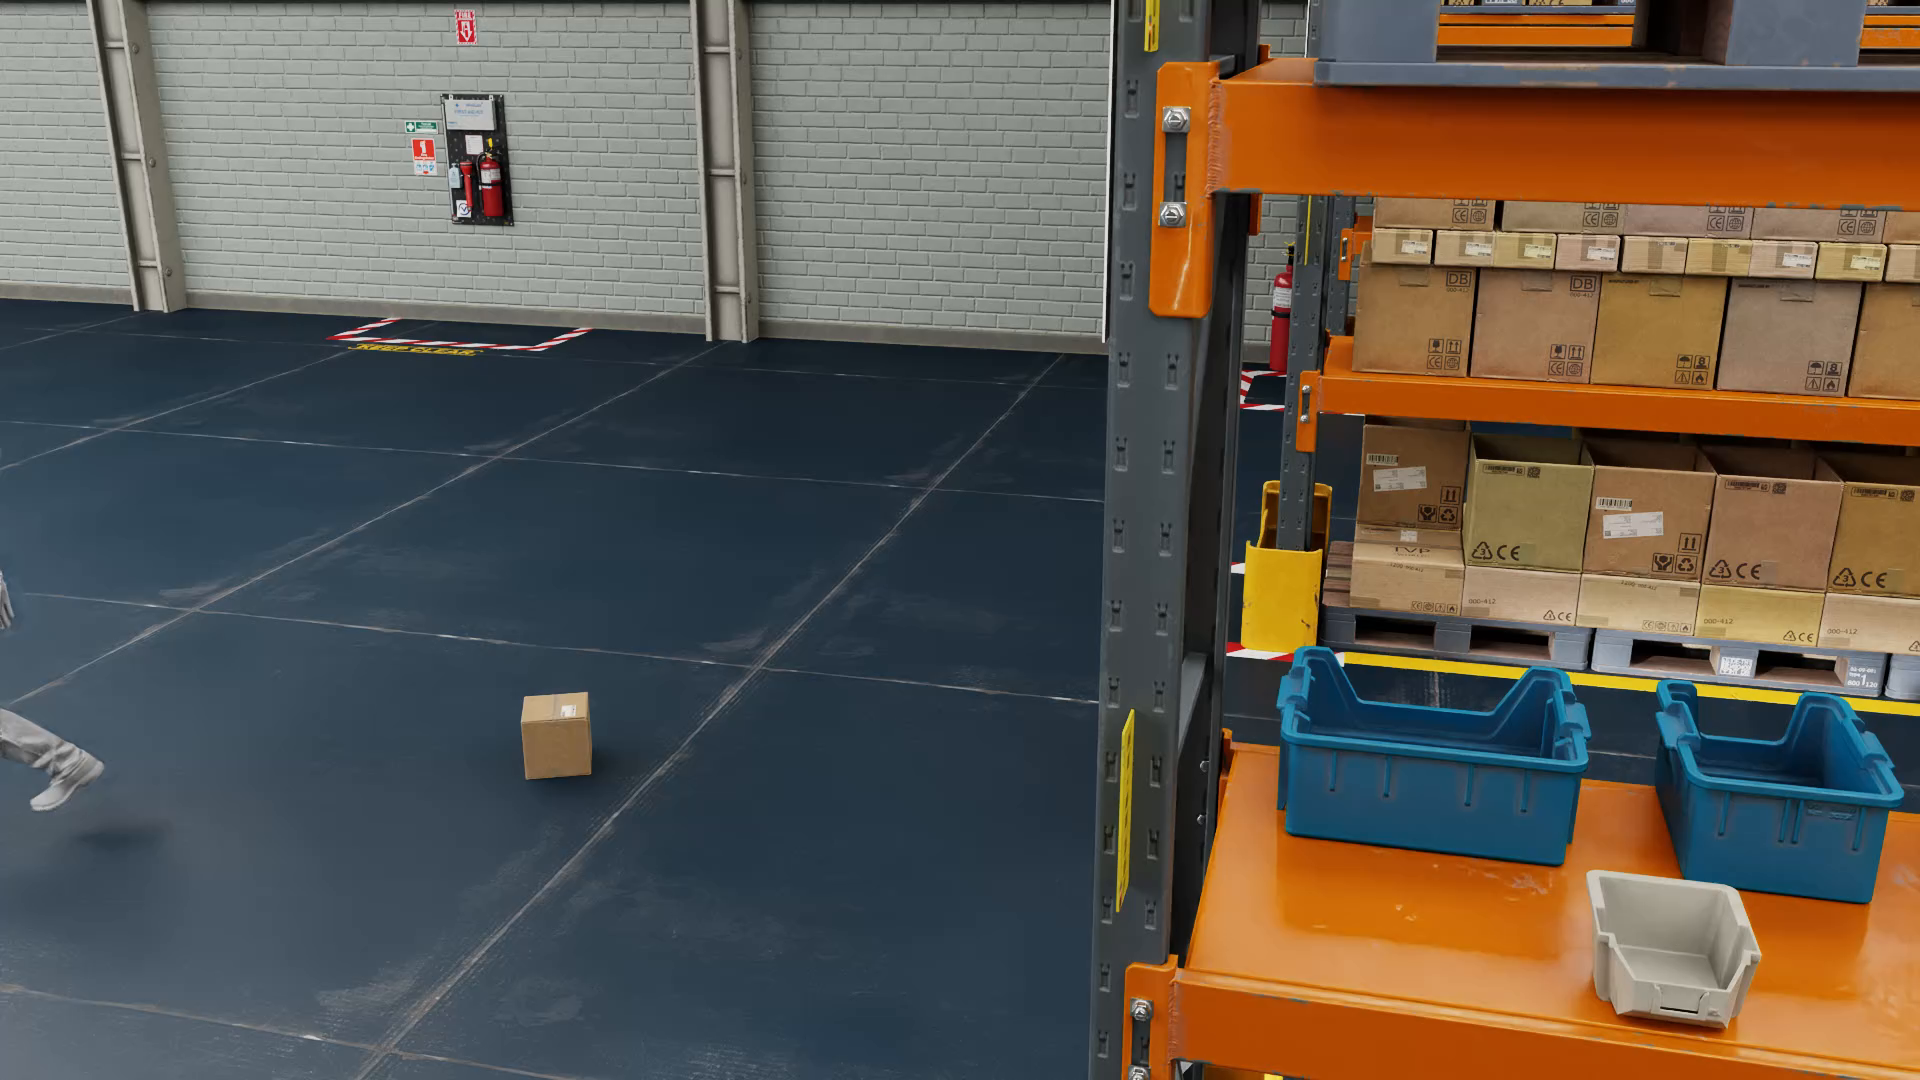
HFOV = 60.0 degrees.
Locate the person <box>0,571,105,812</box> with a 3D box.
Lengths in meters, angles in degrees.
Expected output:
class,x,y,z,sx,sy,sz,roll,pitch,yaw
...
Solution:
class,x,y,z,sx,sy,sz,roll,pitch,yaw
person,-3.595,0.217,5.851,0.942,1.755,0.585,-2,18,-8
